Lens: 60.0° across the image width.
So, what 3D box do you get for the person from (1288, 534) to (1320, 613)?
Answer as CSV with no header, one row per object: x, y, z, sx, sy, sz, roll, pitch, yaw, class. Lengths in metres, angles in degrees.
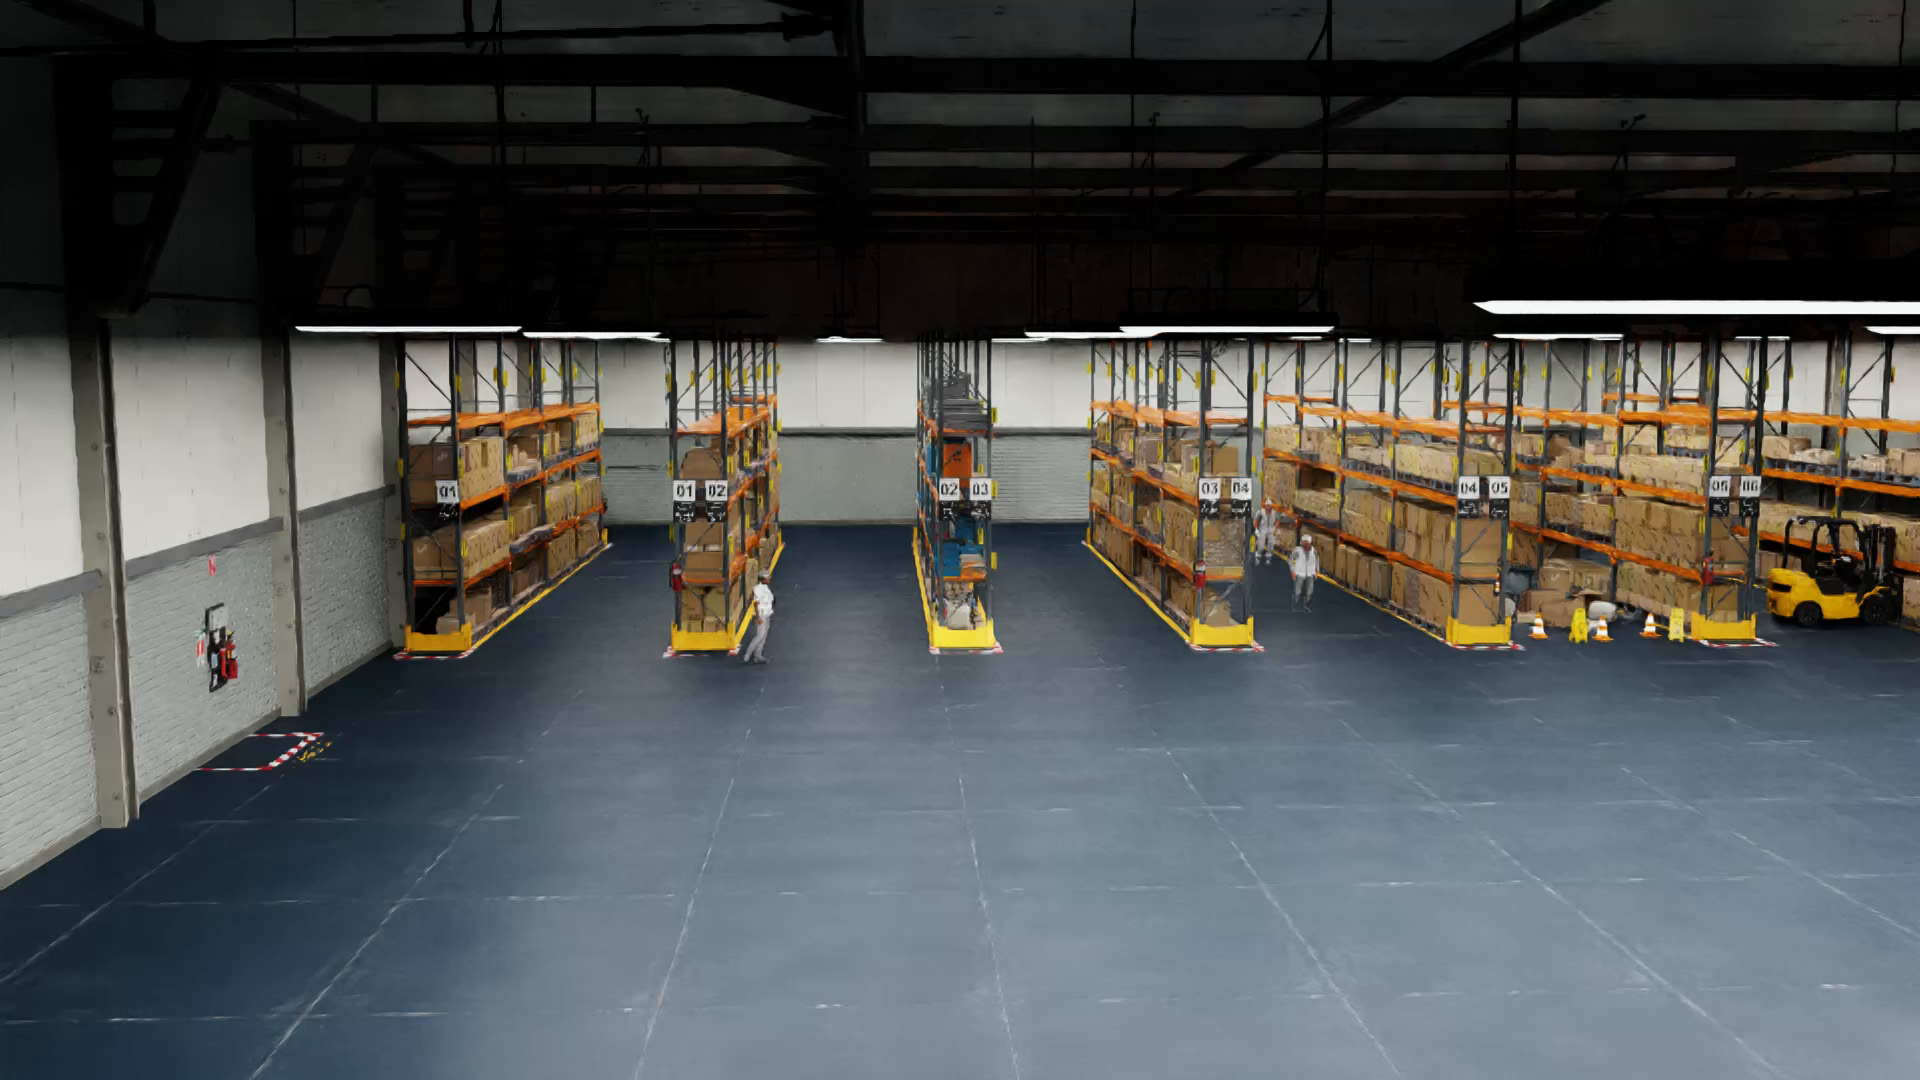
7.310,0.714,35.339,0.677,1.725,0.569,-1,7,-5,person

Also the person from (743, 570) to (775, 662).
-3.627,1.375,29.896,0.459,1.655,0.628,3,7,23,person

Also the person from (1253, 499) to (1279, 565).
7.931,-0.200,43.022,0.677,1.741,0.547,0,7,-4,person
